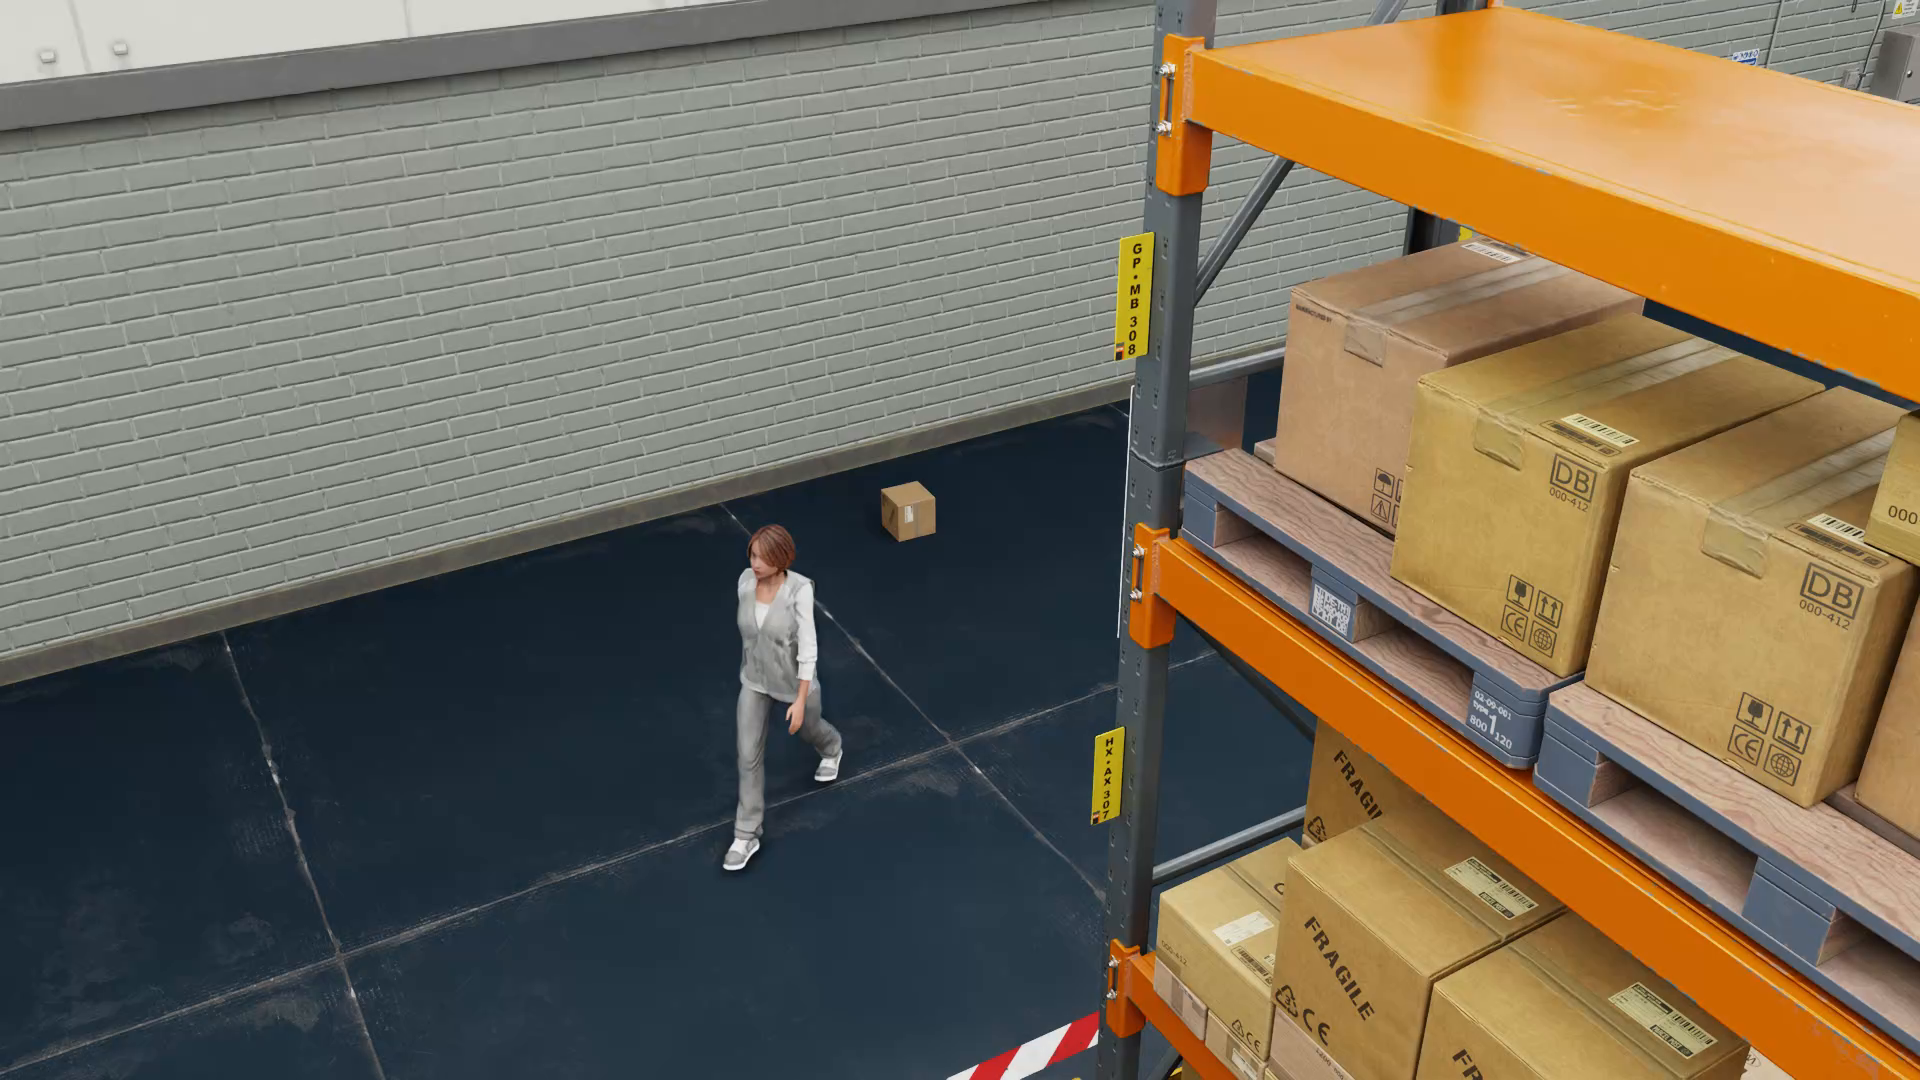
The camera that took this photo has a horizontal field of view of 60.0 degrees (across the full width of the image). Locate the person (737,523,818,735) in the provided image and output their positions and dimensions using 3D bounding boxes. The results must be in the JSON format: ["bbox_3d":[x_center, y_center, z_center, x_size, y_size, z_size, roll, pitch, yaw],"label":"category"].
[{"bbox_3d":[-0.817,0.389,7.226,0.414,0.927,0.435,9,31,15],"label":"person"}]
